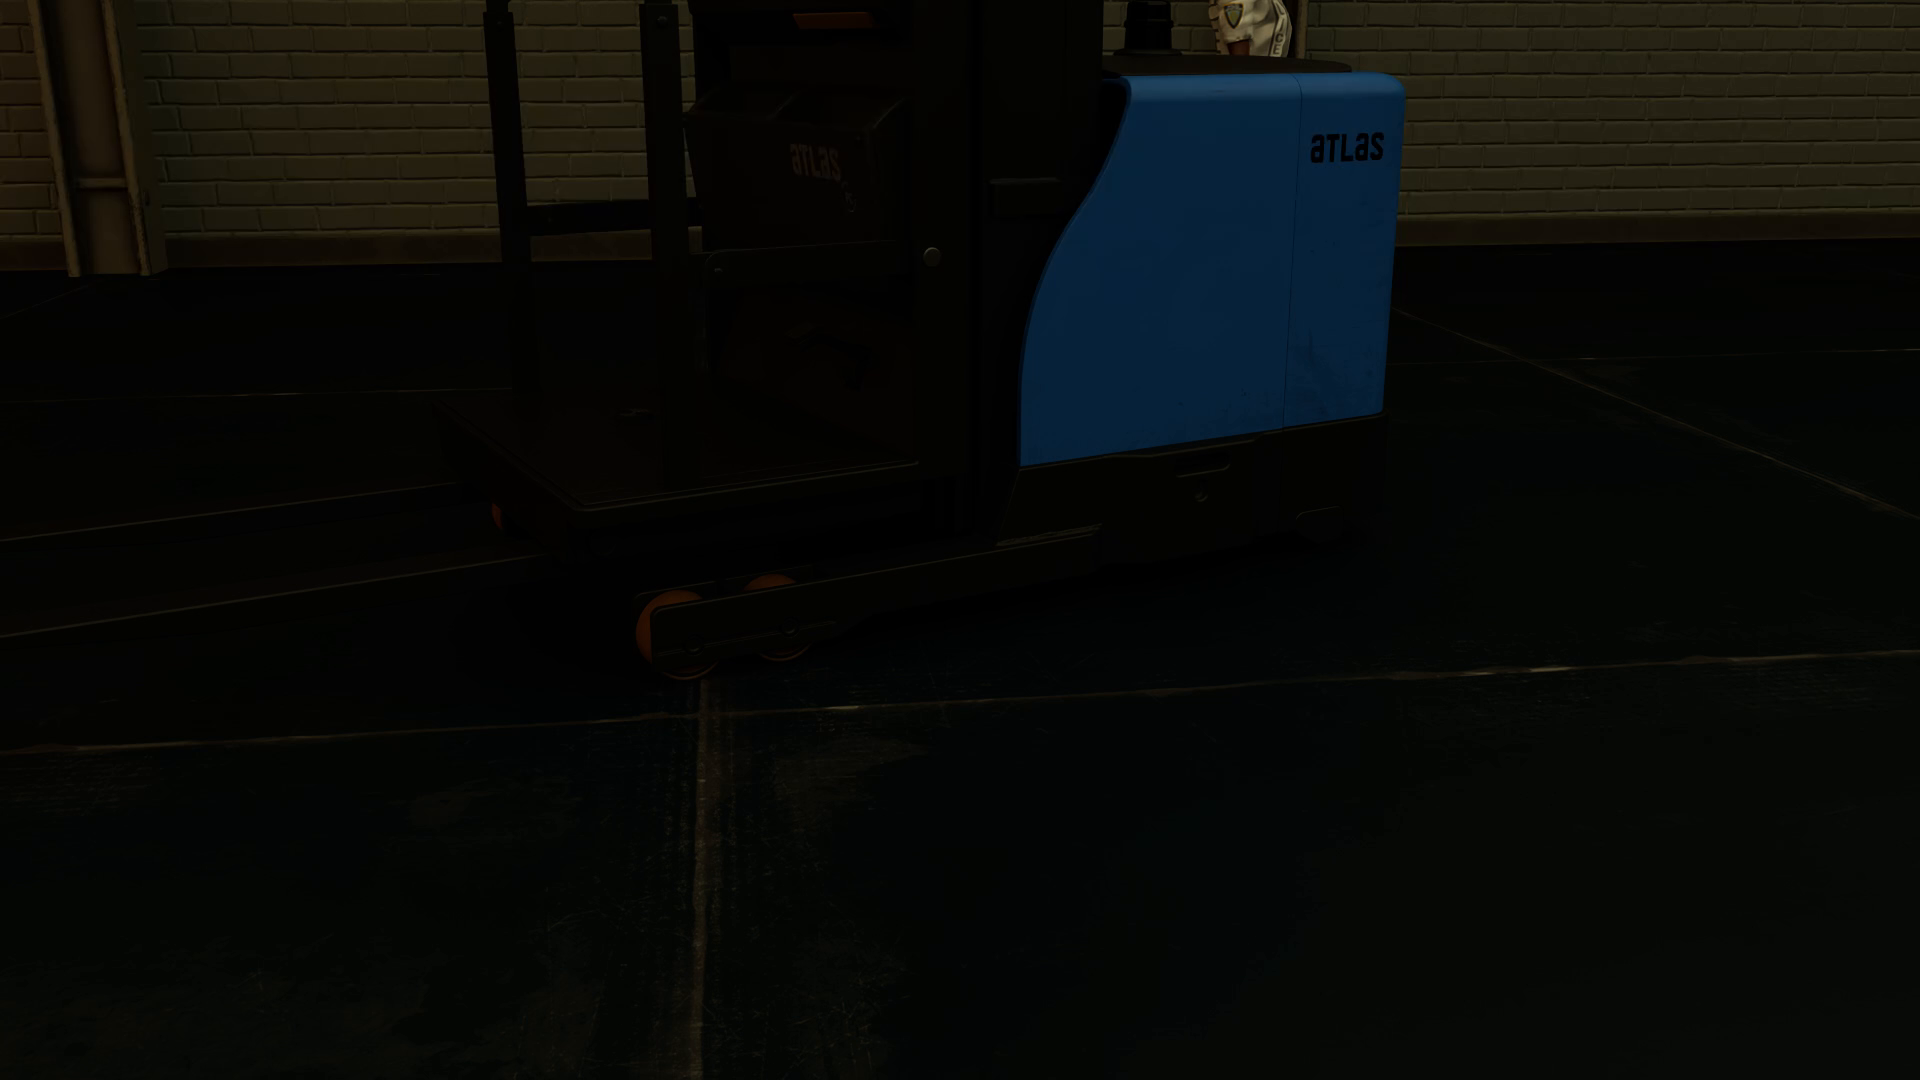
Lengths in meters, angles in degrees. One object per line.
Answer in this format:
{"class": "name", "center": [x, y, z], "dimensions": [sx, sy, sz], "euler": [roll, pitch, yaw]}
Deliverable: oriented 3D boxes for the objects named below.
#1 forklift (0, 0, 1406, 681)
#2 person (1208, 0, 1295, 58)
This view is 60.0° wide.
{"class": "forklift", "center": [-0.526, -1.315, 3.251], "dimensions": [3.031, 2.935, 1.130], "euler": [-10, 19, -29]}
{"class": "person", "center": [1.123, -1.647, 6.508], "dimensions": [0.351, 1.694, 0.449], "euler": [3, 17, 11]}
